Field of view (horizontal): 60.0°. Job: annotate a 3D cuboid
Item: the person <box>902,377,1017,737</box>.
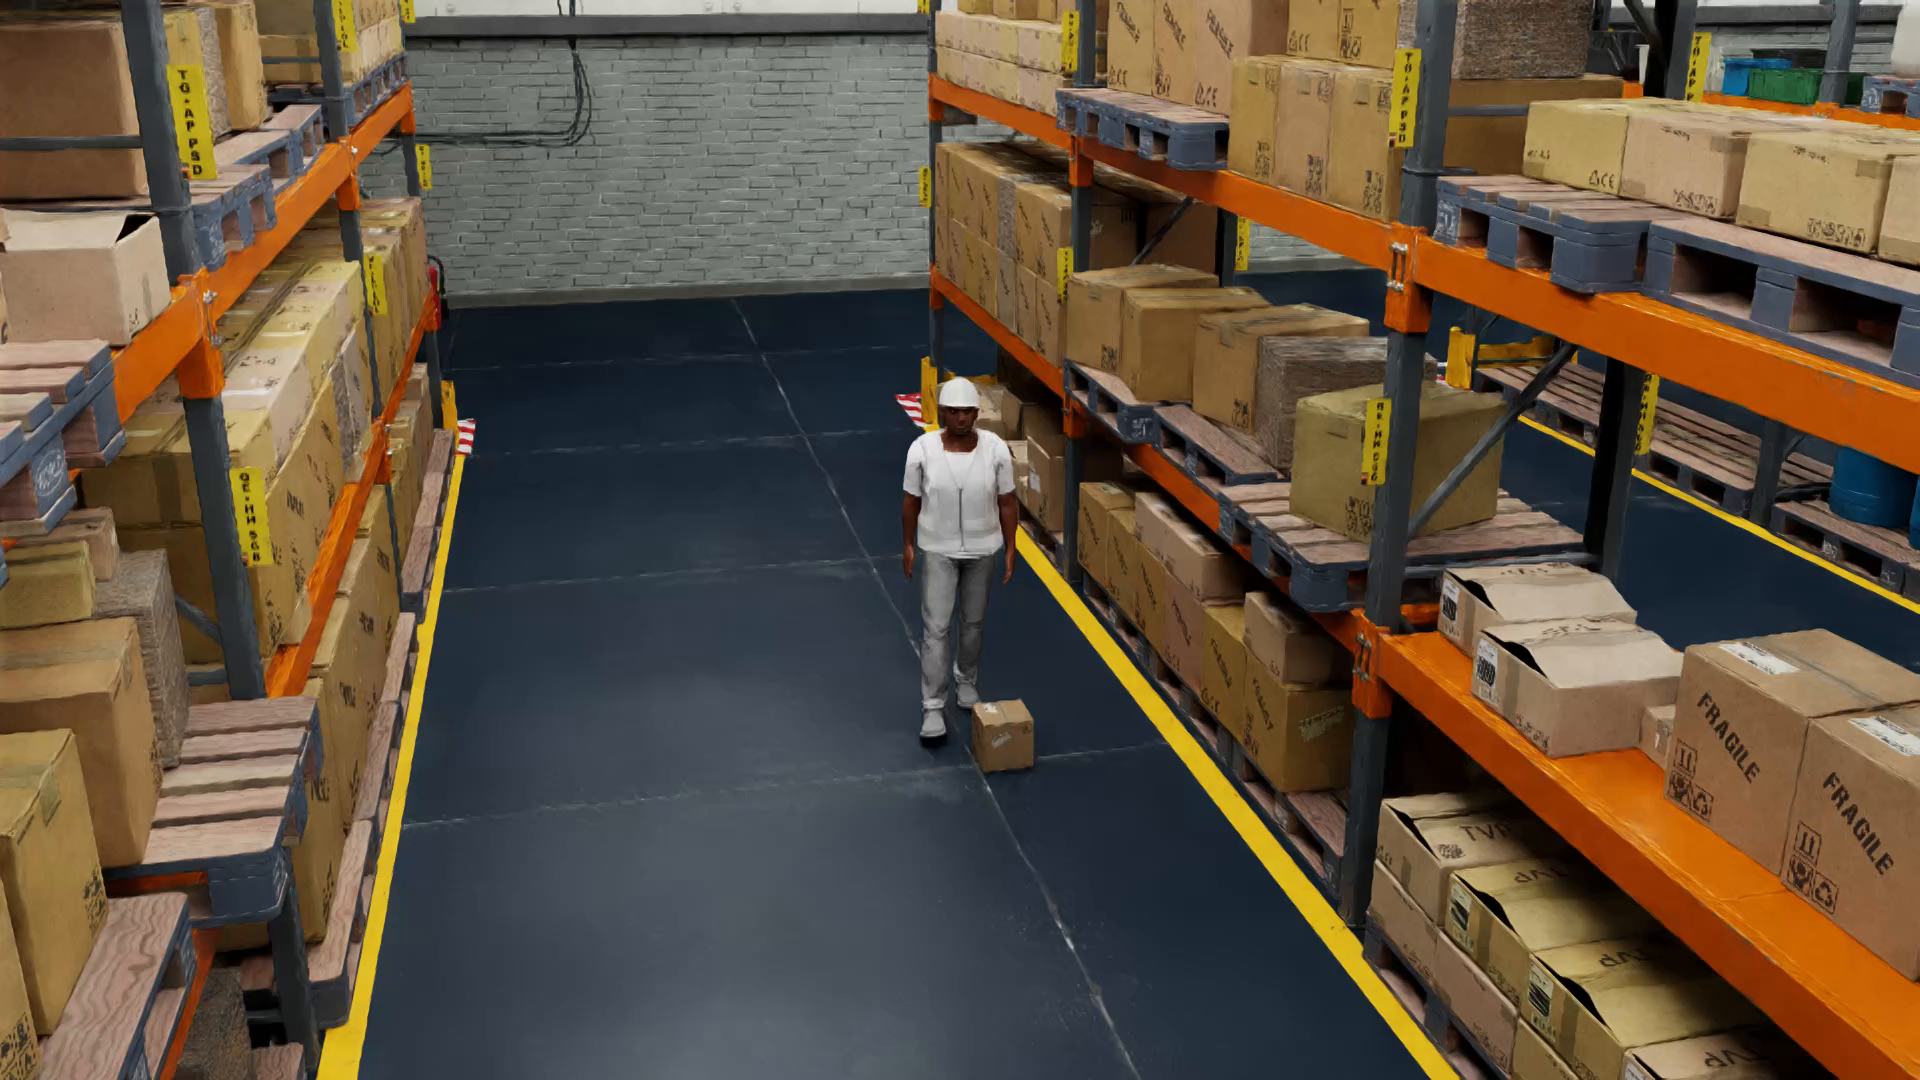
[{"bbox_3d":[0.016,0.080,8.285,0.577,1.753,0.726,-2,20,-6],"label":"person"}]
